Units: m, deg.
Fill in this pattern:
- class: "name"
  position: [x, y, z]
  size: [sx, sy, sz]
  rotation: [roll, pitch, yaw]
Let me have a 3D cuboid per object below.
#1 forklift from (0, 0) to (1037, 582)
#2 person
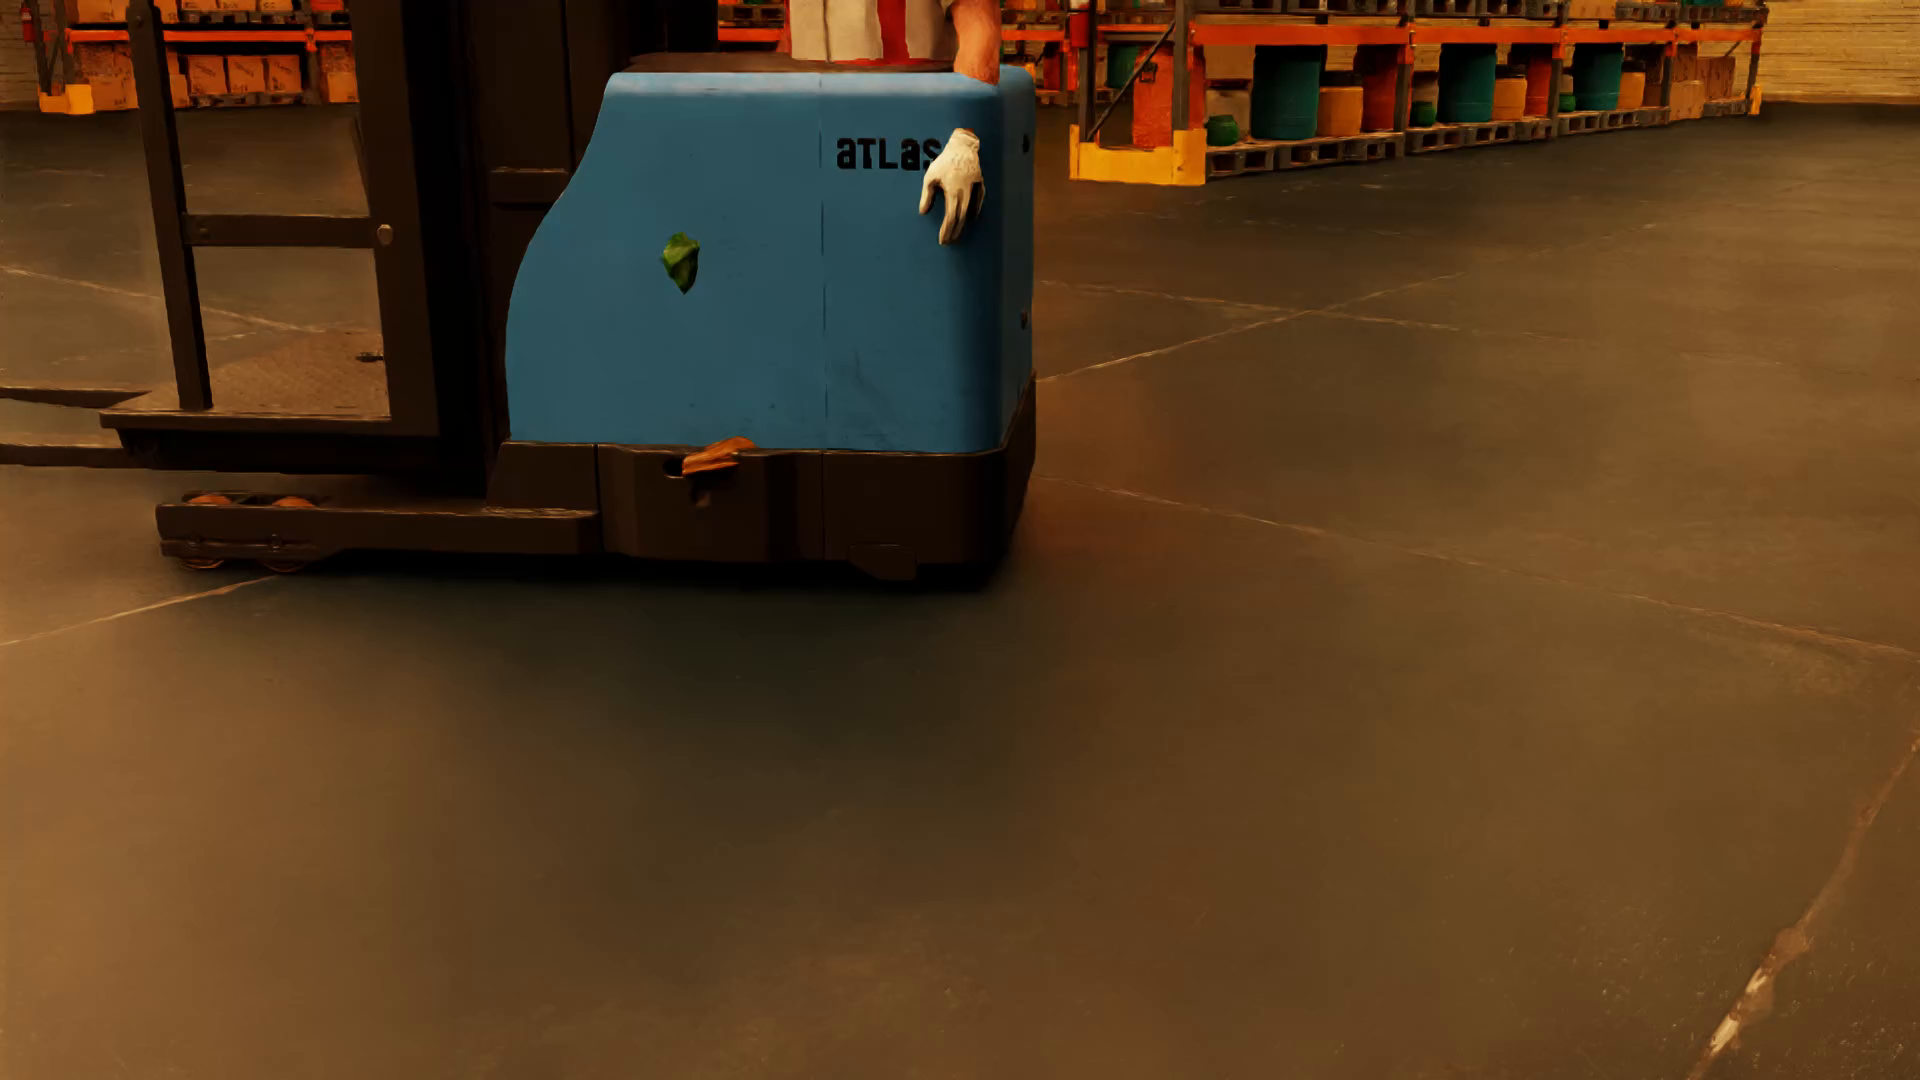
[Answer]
- class: "forklift"
  position: [-1.355, -1.480, 3.771]
  size: [3.031, 2.935, 1.130]
  rotation: [2, 17, 6]
- class: "person"
  position: [-0.254, -0.783, 3.485]
  size: [0.734, 1.764, 0.728]
  rotation: [11, 20, 32]
